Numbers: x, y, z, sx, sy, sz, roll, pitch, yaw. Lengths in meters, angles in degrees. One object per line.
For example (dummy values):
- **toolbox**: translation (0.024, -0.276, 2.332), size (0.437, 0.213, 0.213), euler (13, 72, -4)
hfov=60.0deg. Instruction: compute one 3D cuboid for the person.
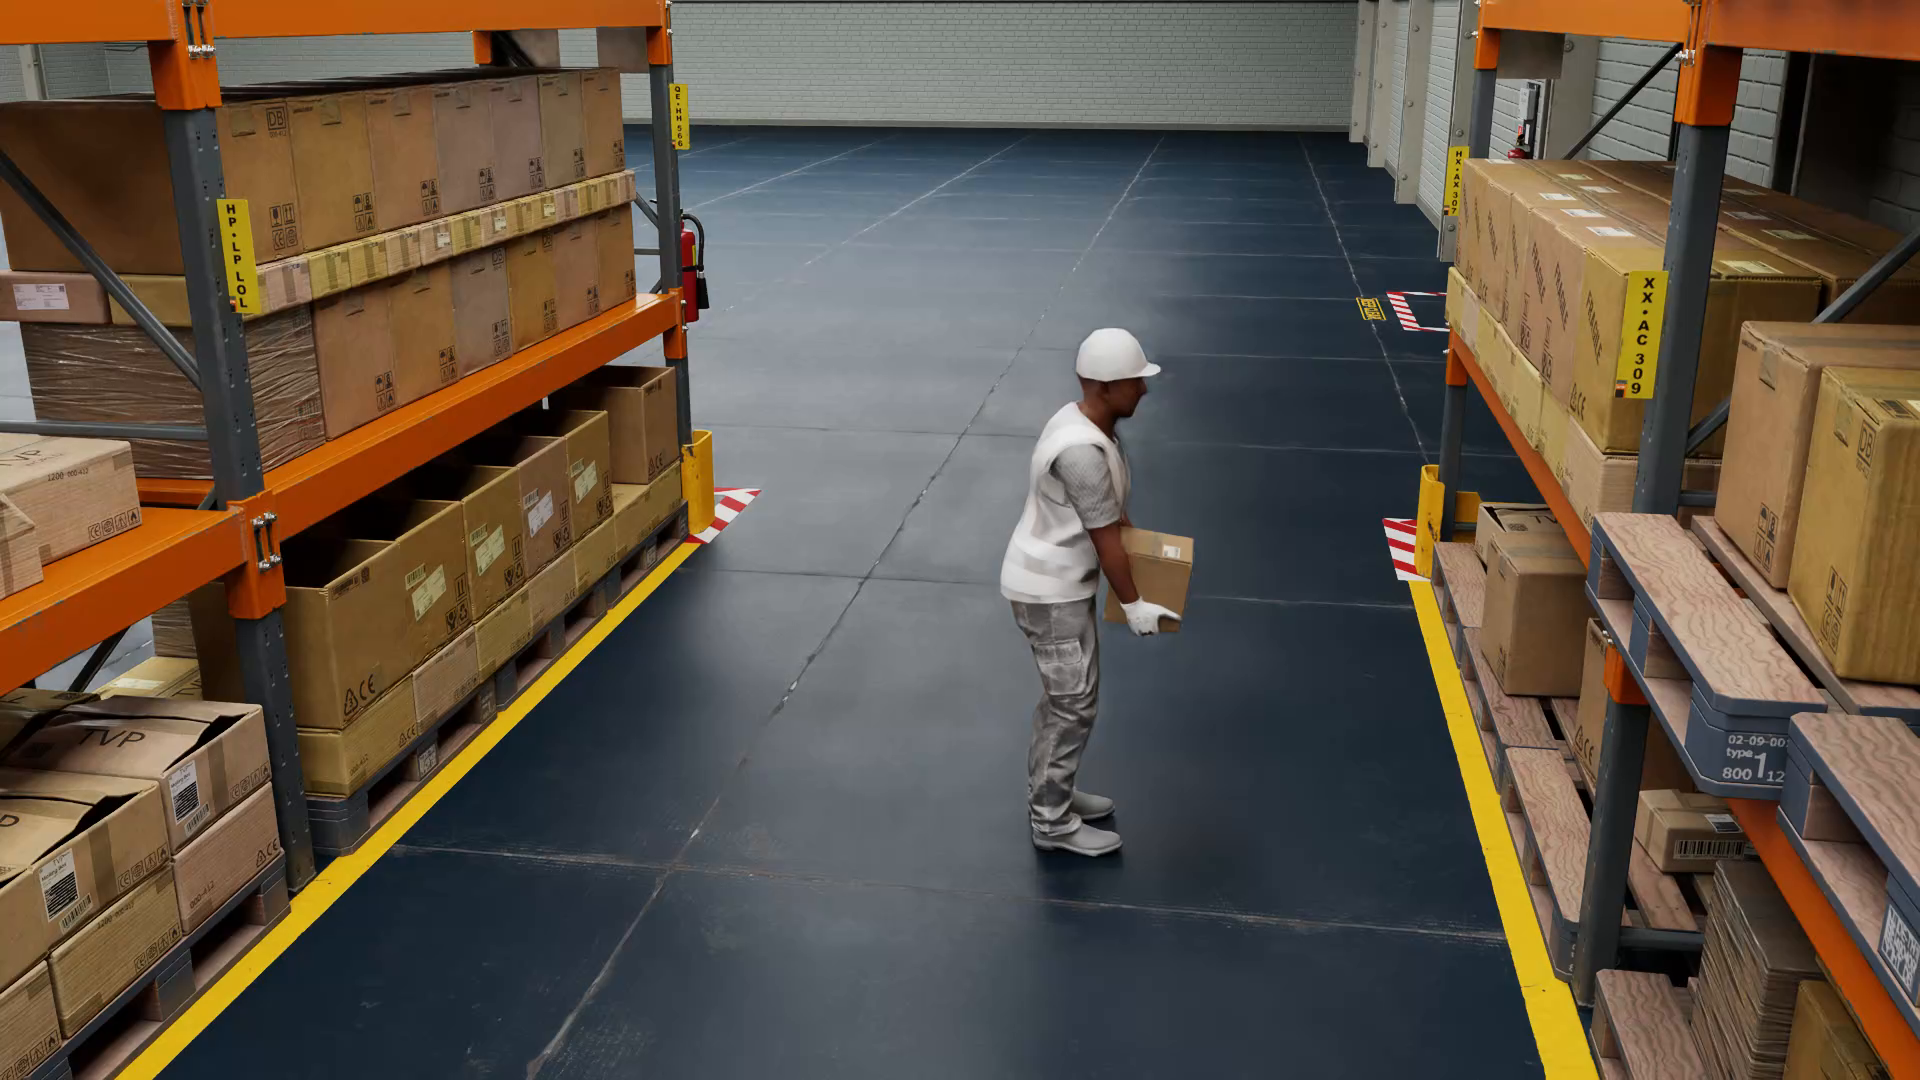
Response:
- **person**: translation (0.436, 0.170, 5.521), size (0.603, 1.761, 0.487), euler (2, 18, 8)
